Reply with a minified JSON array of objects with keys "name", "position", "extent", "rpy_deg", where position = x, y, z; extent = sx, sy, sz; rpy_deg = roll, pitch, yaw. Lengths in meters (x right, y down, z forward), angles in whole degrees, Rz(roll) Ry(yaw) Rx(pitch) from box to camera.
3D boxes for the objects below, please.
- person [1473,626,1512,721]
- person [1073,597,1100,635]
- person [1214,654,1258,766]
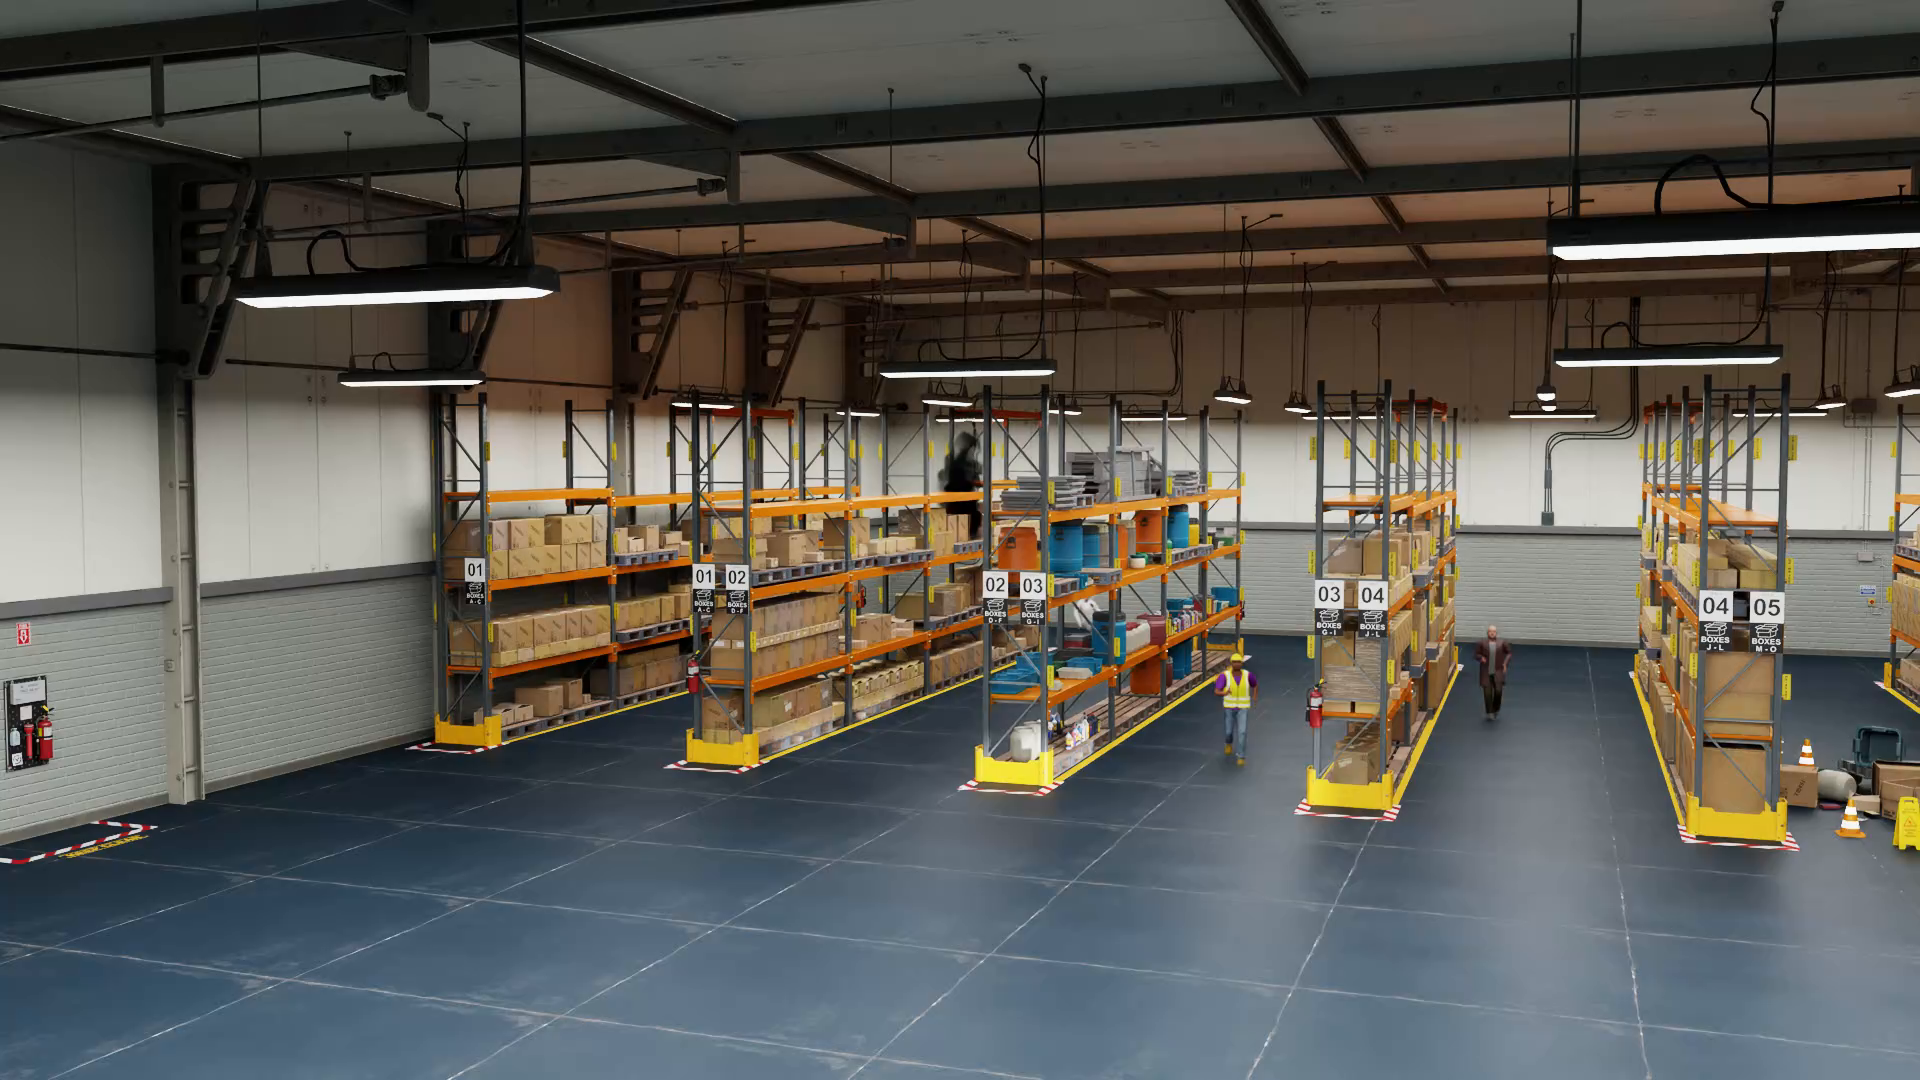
[{"name":"person","position":[9.872,2.485,30.829],"extent":[0.692,1.771,0.686],"rpy_deg":[1,3,18]},{"name":"person","position":[3.109,1.993,40.602],"extent":[0.668,1.578,0.742],"rpy_deg":[0,3,-2]},{"name":"person","position":[4.428,2.688,26.637],"extent":[0.712,1.744,0.961],"rpy_deg":[0,3,6]}]
